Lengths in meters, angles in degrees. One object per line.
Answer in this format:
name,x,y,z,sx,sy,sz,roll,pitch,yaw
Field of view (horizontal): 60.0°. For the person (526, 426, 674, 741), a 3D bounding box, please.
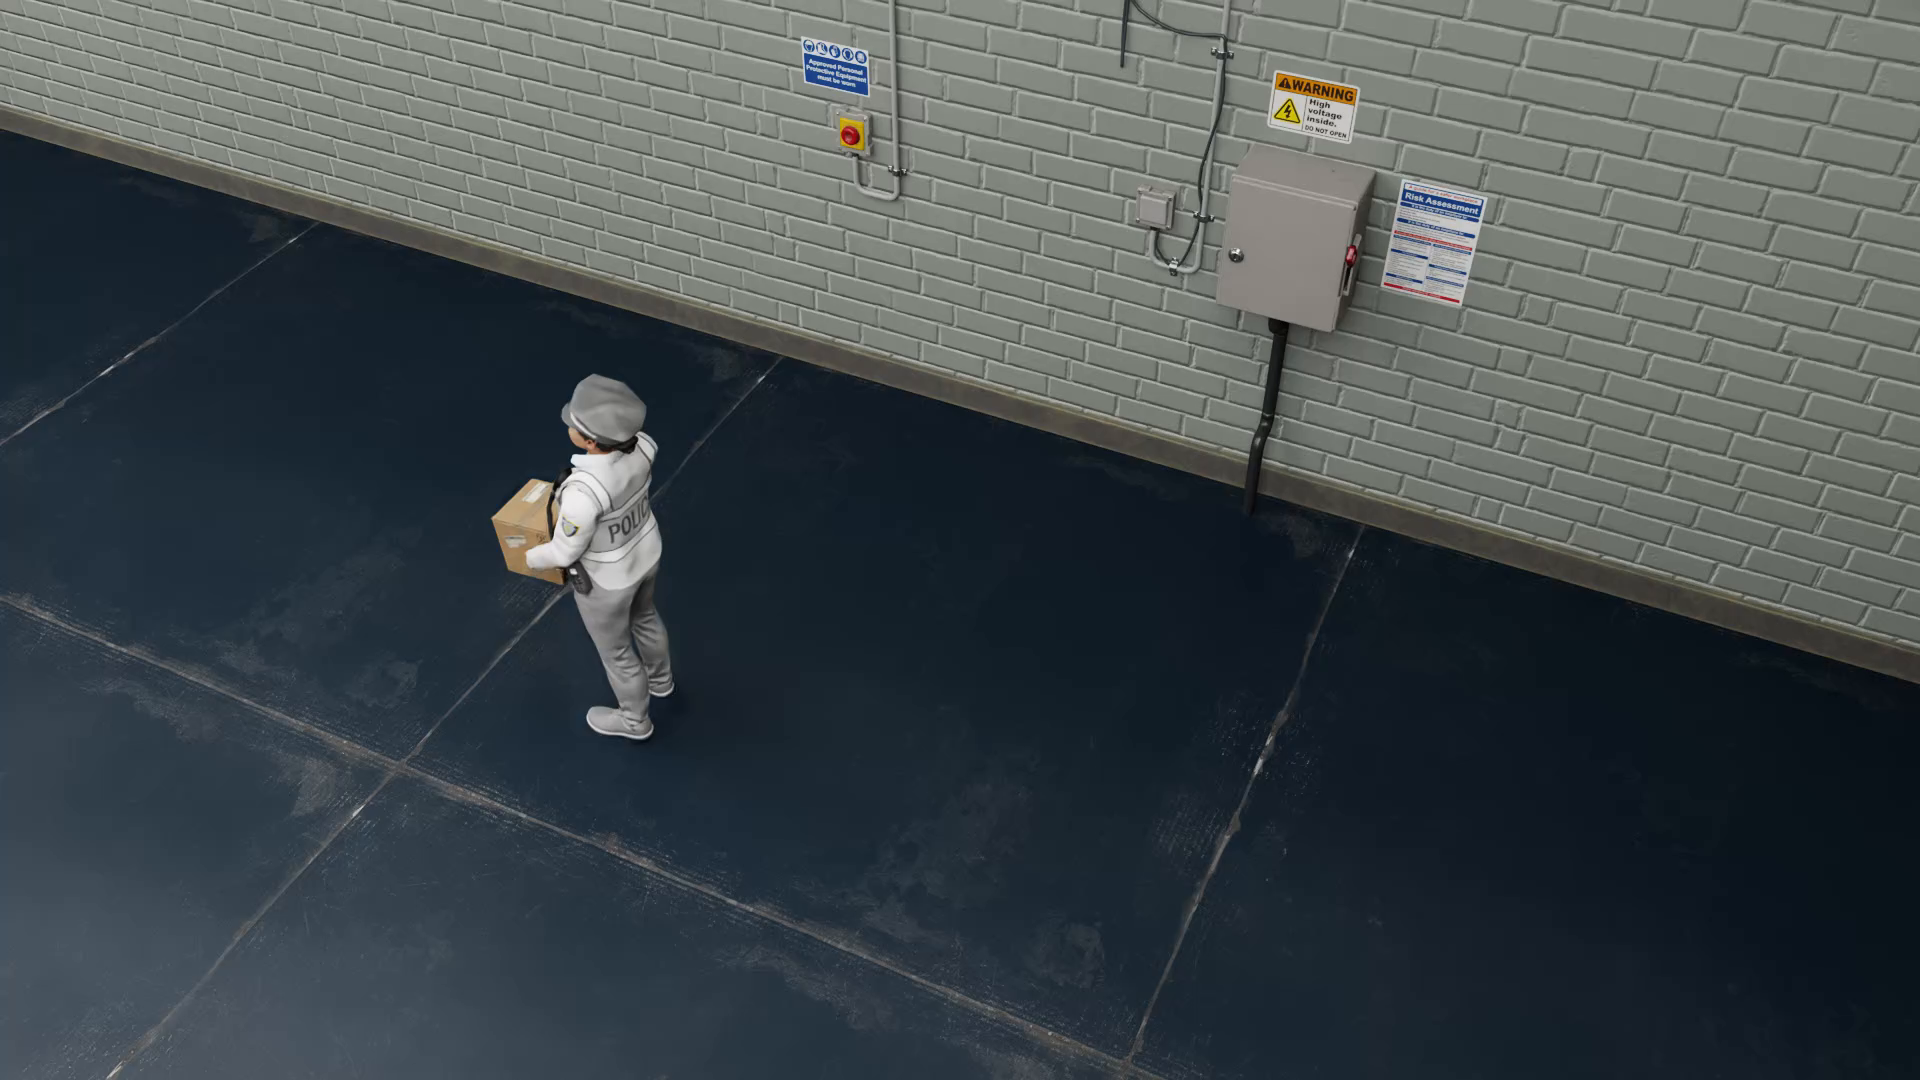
person,-1.309,0.094,6.063,0.502,1.653,0.492,18,45,18
